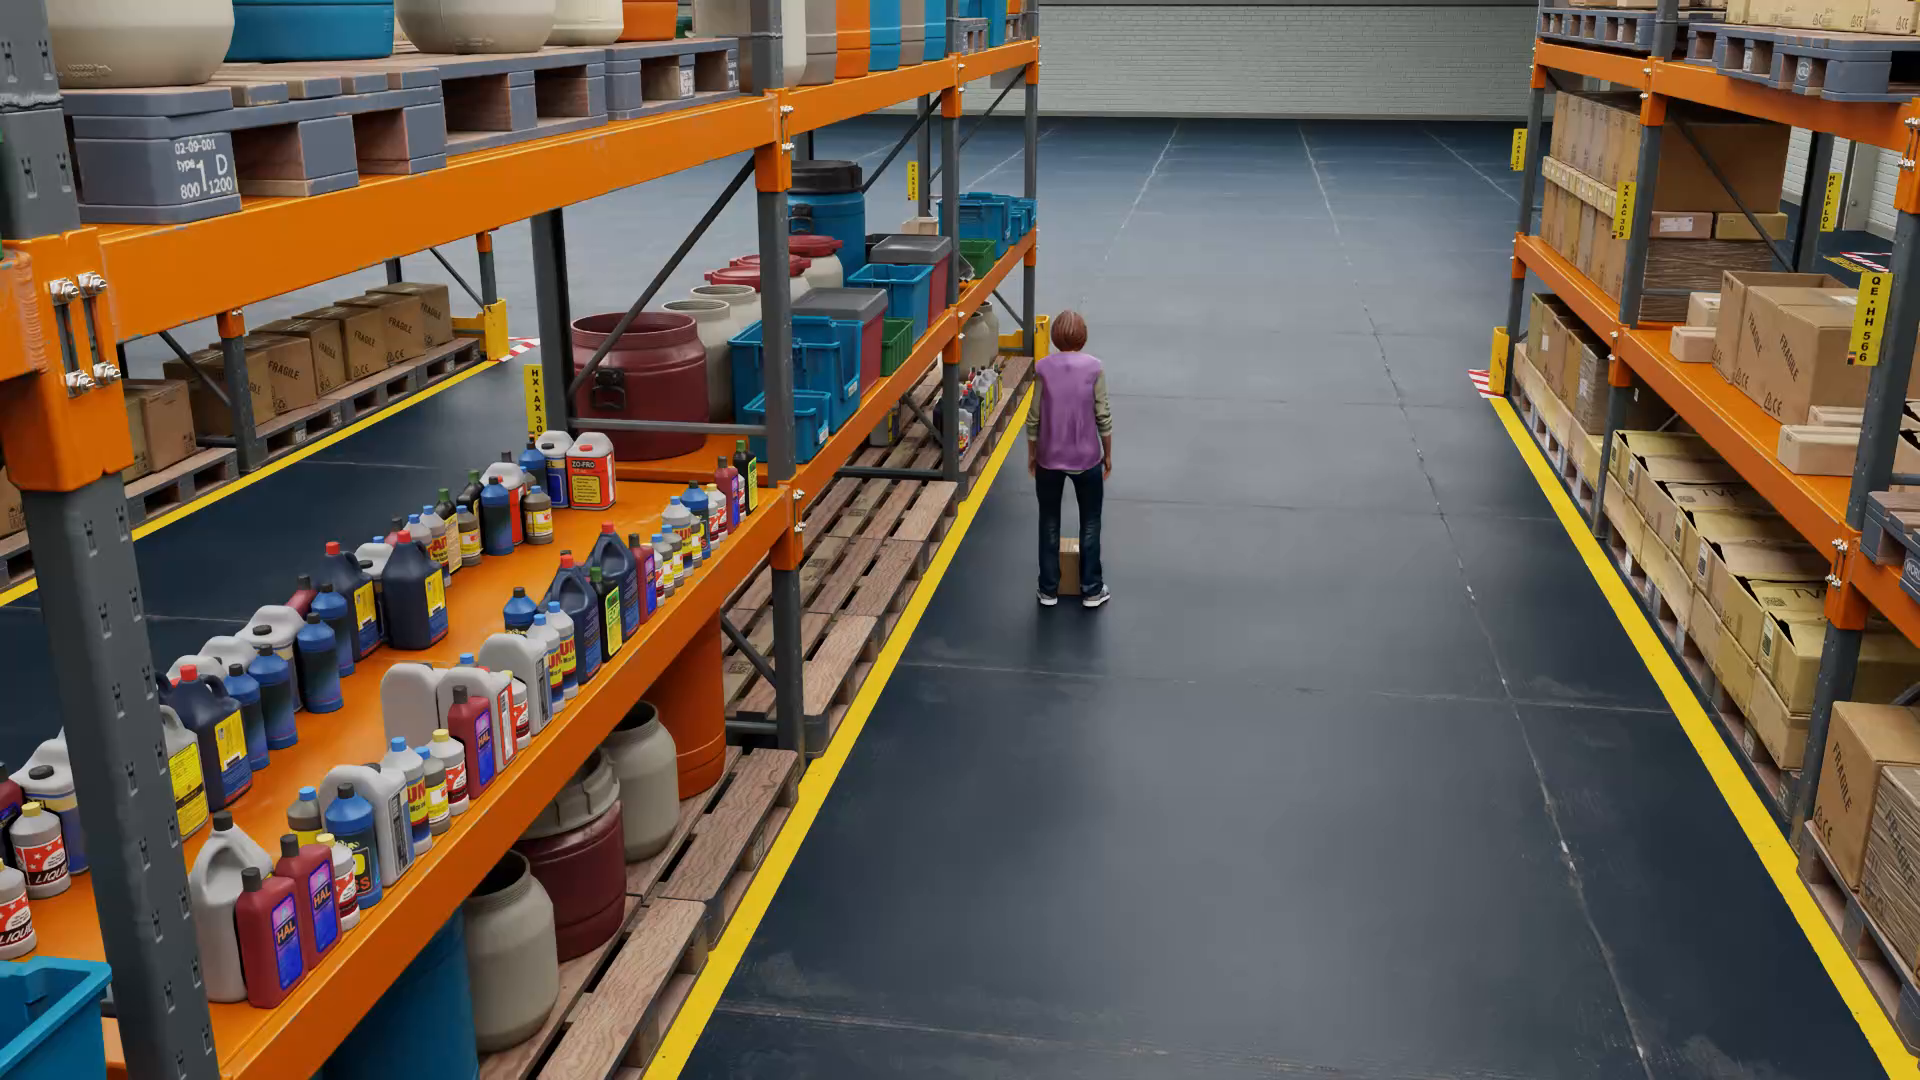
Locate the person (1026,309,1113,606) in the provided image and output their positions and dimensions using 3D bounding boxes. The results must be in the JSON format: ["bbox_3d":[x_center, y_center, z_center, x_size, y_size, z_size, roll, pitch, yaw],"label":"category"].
[{"bbox_3d":[0.580,-0.419,8.850,0.463,1.593,0.344,3,18,9],"label":"person"}]
